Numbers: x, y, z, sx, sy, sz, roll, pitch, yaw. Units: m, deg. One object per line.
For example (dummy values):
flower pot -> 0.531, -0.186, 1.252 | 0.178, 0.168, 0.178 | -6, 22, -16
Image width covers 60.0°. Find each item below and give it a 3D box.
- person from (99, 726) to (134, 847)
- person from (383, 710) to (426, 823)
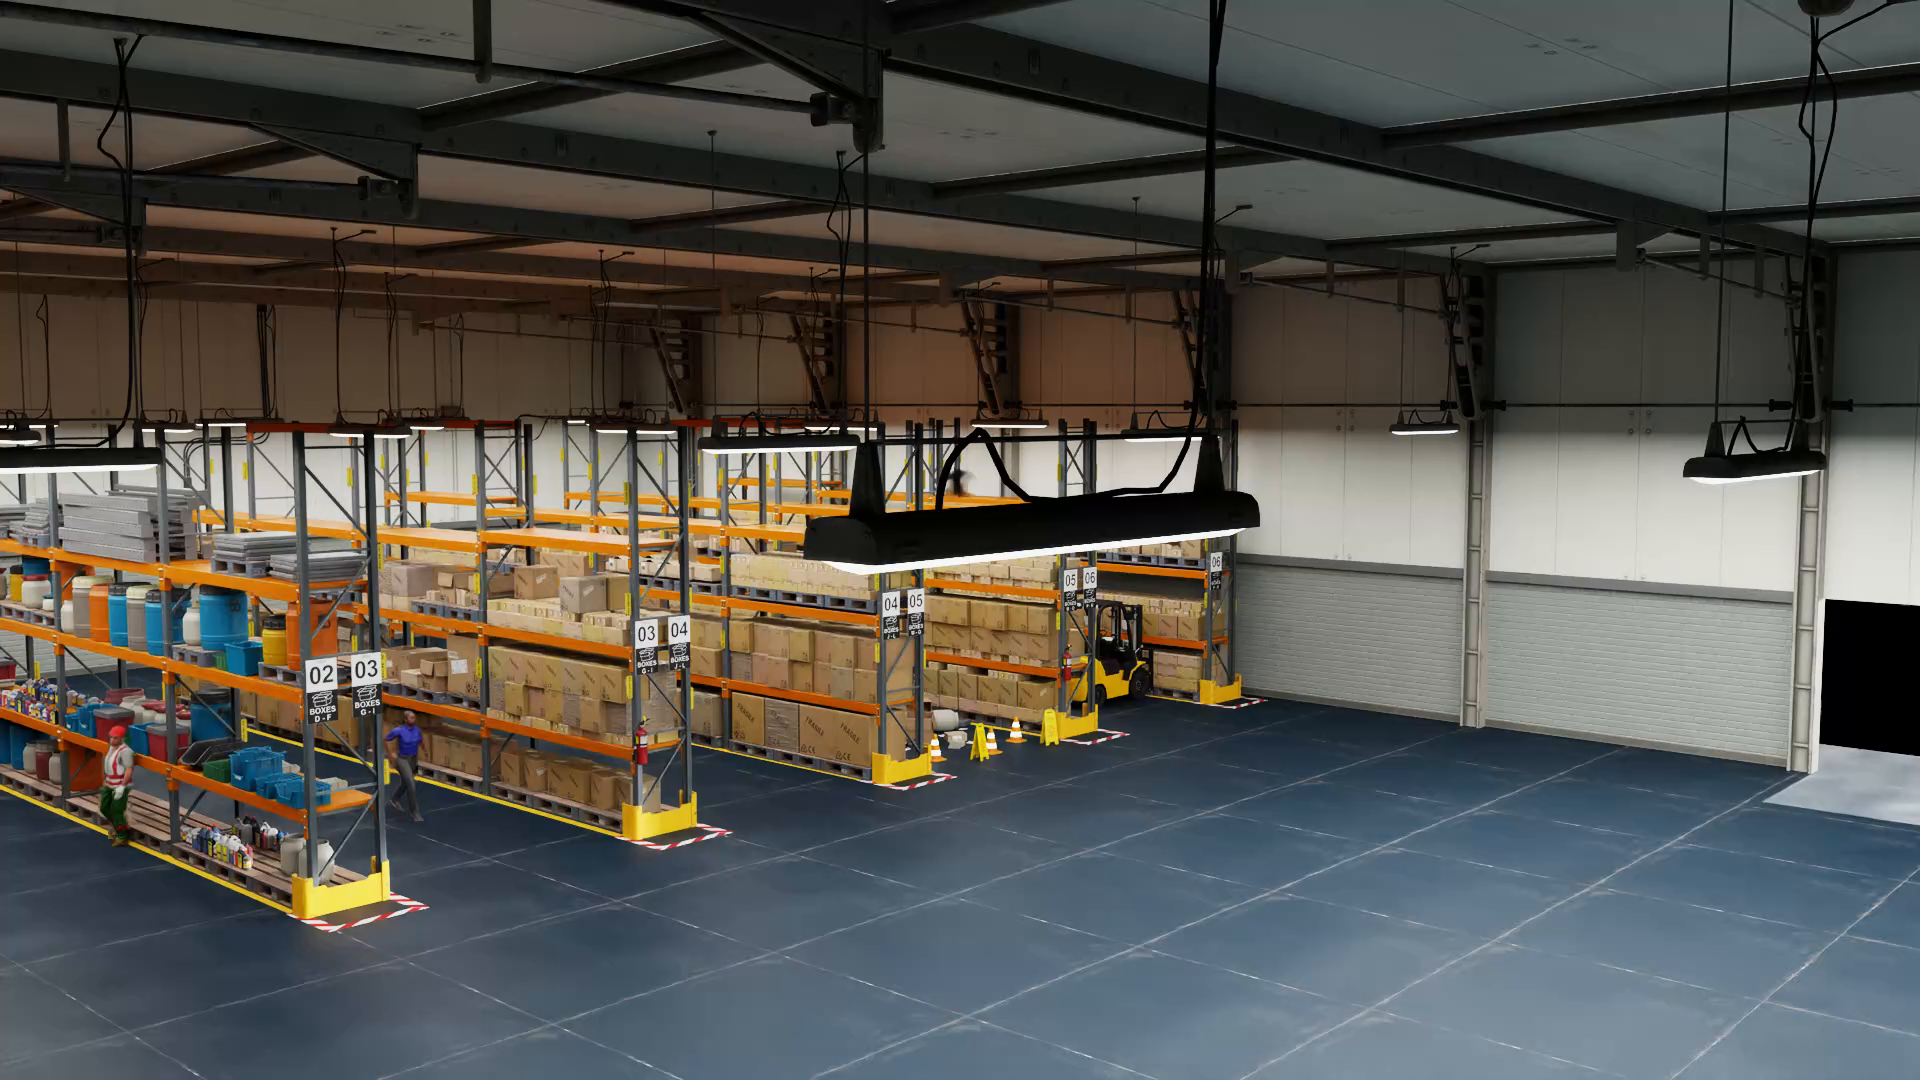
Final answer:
person -> -12.074, 3.513, 23.808 | 0.767, 1.758, 0.443 | 3, 6, 34
person -> -8.489, 3.435, 25.379 | 0.906, 1.697, 0.616 | 3, 5, 31
